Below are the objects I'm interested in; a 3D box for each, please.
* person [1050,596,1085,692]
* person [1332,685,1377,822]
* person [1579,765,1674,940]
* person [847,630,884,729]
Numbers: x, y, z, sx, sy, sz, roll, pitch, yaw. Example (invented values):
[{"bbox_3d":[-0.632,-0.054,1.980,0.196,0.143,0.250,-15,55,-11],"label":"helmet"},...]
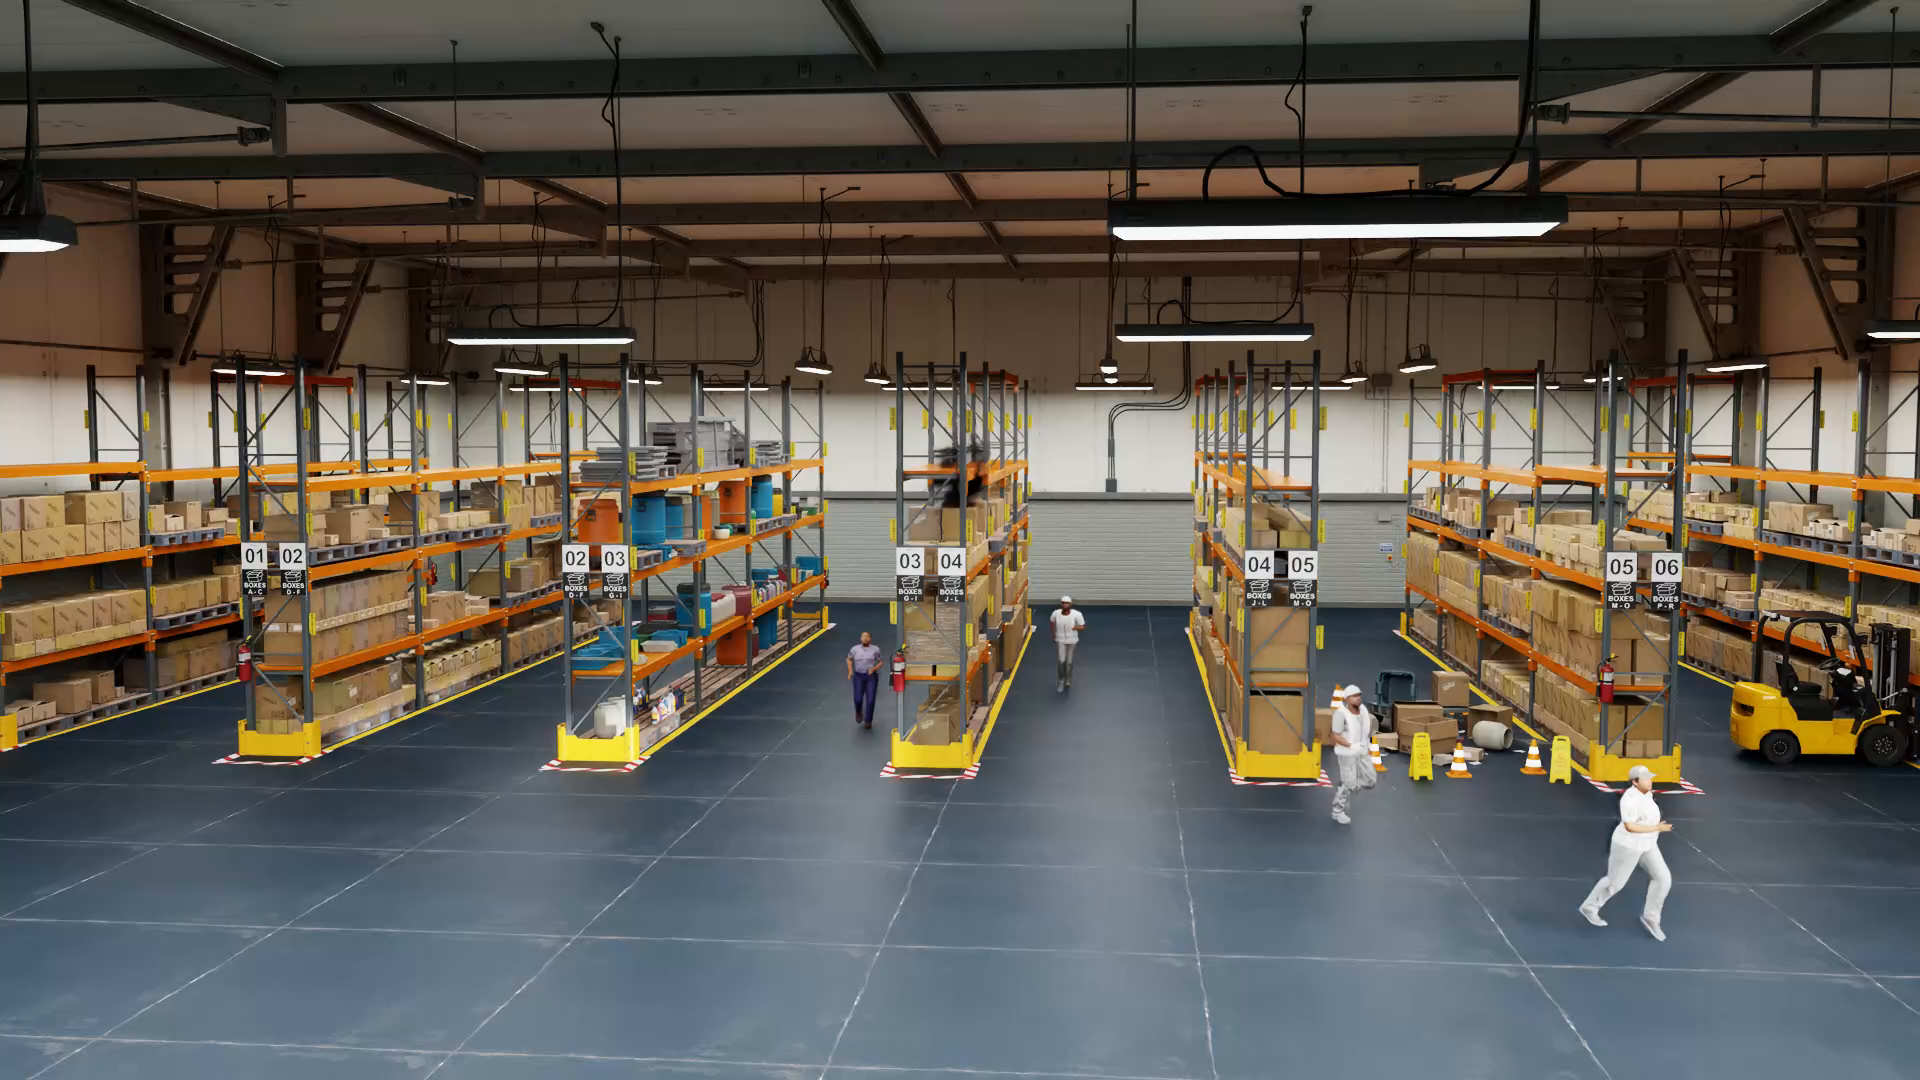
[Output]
[{"bbox_3d":[1.997,1.942,30.957,0.661,1.825,0.749,0,4,5],"label":"person"},{"bbox_3d":[4.929,2.666,20.690,0.717,1.736,0.653,-2,5,-31],"label":"person"},{"bbox_3d":[6.557,3.028,16.246,0.609,1.711,0.876,-3,5,-40],"label":"person"},{"bbox_3d":[-1.547,2.278,27.069,0.606,1.606,0.537,0,4,-2],"label":"person"}]
